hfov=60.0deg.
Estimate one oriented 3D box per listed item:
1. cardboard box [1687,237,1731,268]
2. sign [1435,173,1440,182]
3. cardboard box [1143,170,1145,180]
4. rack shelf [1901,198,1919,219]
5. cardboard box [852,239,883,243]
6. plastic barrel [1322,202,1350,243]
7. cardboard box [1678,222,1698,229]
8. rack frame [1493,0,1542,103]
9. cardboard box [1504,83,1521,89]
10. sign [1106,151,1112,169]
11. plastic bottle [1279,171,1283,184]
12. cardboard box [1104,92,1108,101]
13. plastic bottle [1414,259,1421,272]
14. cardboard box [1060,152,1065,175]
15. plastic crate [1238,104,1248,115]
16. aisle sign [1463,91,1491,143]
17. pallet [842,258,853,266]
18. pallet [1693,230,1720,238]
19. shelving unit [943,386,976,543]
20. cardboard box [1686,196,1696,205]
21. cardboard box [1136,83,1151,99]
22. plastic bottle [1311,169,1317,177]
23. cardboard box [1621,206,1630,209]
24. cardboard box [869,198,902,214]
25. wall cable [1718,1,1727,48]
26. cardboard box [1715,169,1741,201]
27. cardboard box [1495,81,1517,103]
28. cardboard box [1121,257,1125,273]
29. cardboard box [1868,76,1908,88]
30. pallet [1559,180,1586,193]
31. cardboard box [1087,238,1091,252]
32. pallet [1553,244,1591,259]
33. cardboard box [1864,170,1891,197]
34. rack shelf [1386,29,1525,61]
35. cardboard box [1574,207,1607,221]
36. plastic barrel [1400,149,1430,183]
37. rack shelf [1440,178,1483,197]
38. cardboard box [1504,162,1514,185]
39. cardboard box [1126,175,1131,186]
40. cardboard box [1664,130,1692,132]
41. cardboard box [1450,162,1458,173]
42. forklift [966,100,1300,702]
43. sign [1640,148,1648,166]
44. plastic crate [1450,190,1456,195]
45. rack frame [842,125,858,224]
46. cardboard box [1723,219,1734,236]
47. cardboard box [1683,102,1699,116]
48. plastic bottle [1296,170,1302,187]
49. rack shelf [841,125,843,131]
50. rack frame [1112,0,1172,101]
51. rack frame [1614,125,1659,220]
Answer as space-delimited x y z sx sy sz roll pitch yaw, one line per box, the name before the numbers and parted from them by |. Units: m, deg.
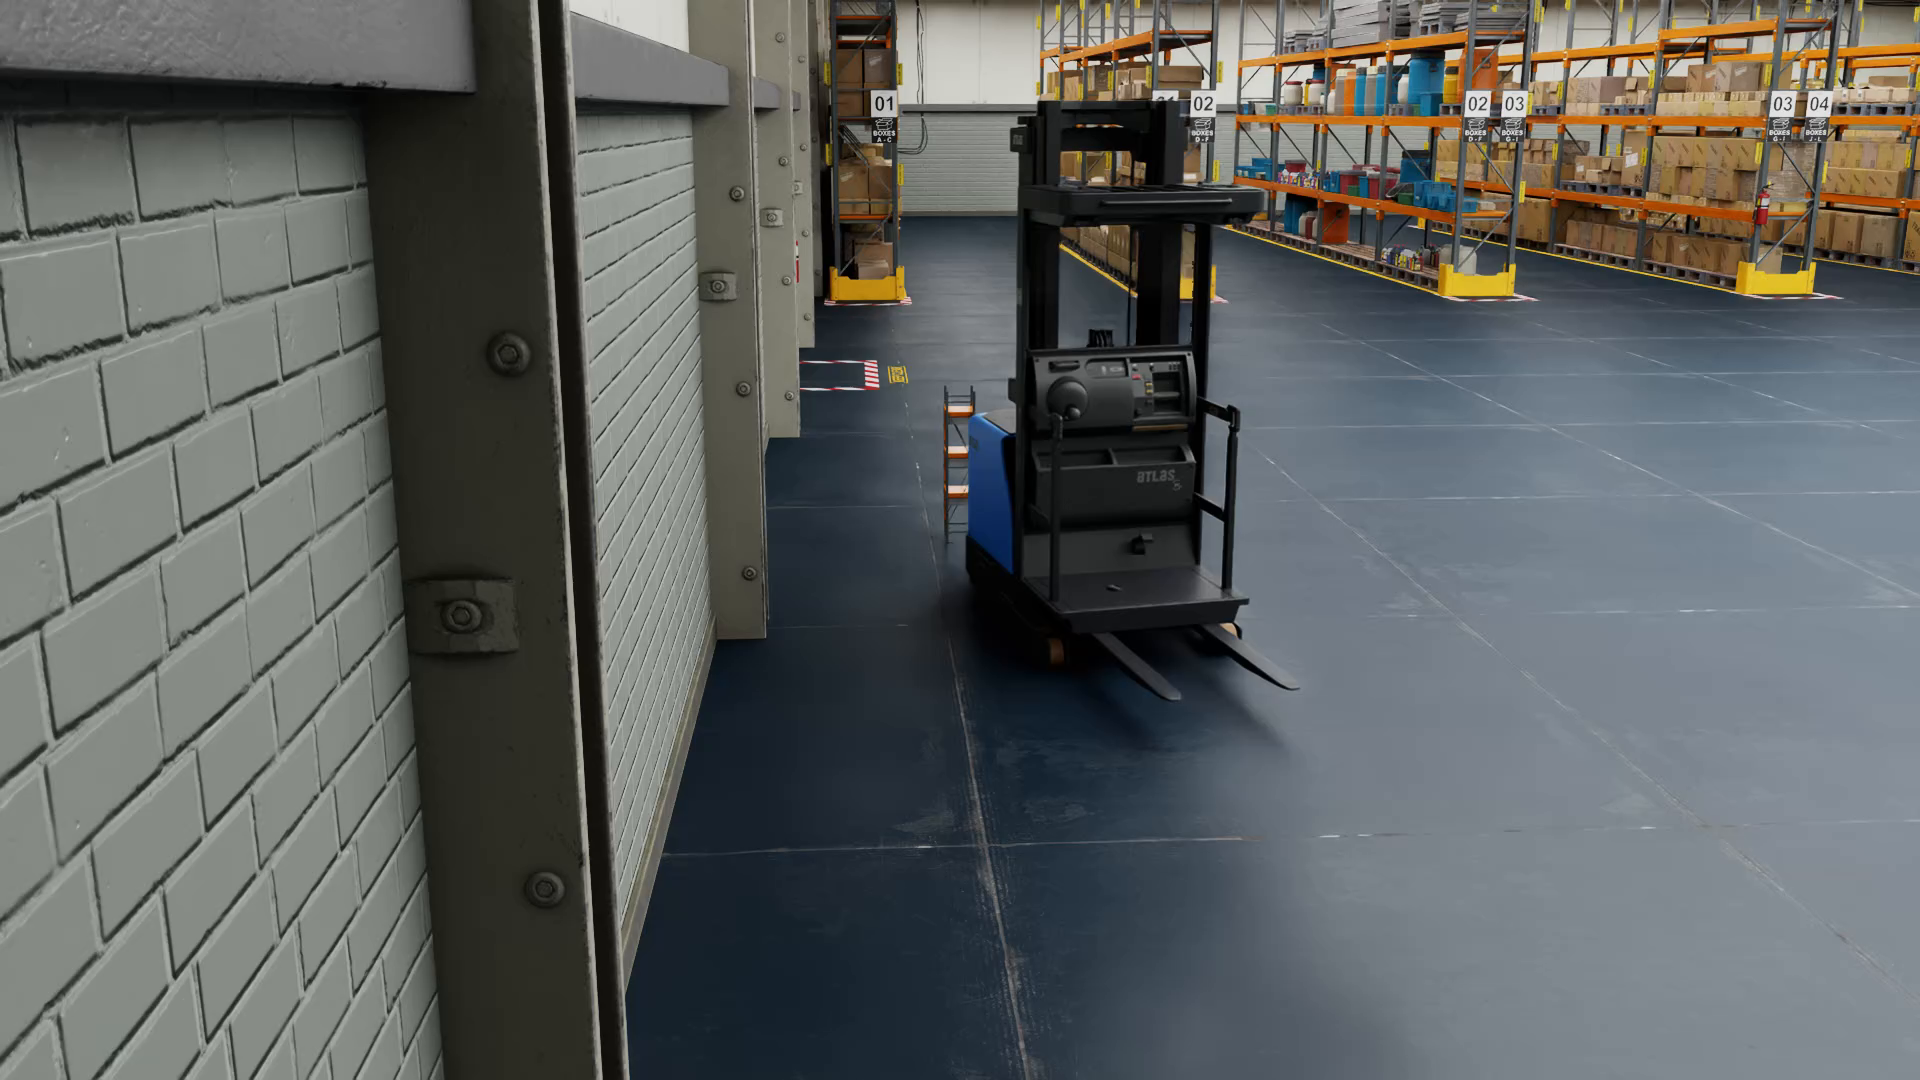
cardboard box | 13.258 -5.083 29.435 0.500 0.500 0.500 -2 15 -8
sign | 8.719 -6.549 30.404 0.100 0.325 0.005 -1 14 -3
cardboard box | 3.212 -5.985 27.264 0.380 0.149 0.250 -1 14 -3
rack shelf | 18.194 -5.691 29.070 1.077 0.370 4.000 -1 14 -3
cardboard box | -1.614 -5.001 29.078 0.500 0.500 0.500 -2 15 -8
plastic barrel | 7.874 -6.678 34.973 0.600 0.830 0.708 -1 14 -3
cardboard box | 17.210 -7.442 39.308 0.380 0.149 0.250 -1 14 -3
rack frame | 12.617 -11.381 37.699 1.000 3.000 0.127 -1 14 -3
cardboard box | 12.663 -10.036 37.448 0.700 0.500 0.500 -1 14 -2
sign | 2.684 -6.845 29.946 0.100 0.325 0.005 -1 14 -3
plastic bottle | 7.279 -8.211 37.655 0.061 0.283 0.133 -1 14 -3
cardboard box | 3.112 -8.670 32.641 0.500 0.250 0.500 0 14 -2
plastic bottle | 7.866 -4.722 28.593 0.097 0.201 0.097 0 14 0
cardboard box | 2.536 -8.454 37.319 0.700 0.500 0.500 -6 16 -22
plastic crate | 7.172 -10.683 41.269 0.497 0.269 0.590 -1 14 -3
aisle sign | 8.125 -6.651 26.139 0.394 0.787 0.004 -1 14 -3
pallet | -1.768 -5.099 30.922 1.003 0.211 1.213 -1 14 -3
pallet | 17.624 -6.983 38.241 1.003 0.211 1.213 -1 14 -3
shelving unit | -0.003 -0.522 11.447 0.215 1.050 0.252 -1 14 -3
cardboard box | 12.932 -5.933 29.070 0.380 0.149 0.250 -1 14 -3
cardboard box | 3.139 -7.272 26.929 0.500 0.250 0.500 -1 14 -3
plastic bottle | 7.925 -8.103 37.099 0.144 0.351 0.185 -1 14 -3
cardboard box | 17.020 -8.497 42.215 0.380 0.149 0.250 -2 15 -6
cardboard box | -1.184 -5.325 26.463 0.500 0.250 0.500 -1 14 -5
wall cable | 21.627 -13.939 47.641 0.463 3.000 0.029 -1 14 -3
cardboard box | 13.203 -5.943 27.807 0.875 0.500 0.500 -1 14 -3
cardboard box | 12.509 -10.422 38.748 0.700 0.500 0.500 -2 15 -7
cardboard box | 3.040 -4.712 28.497 0.500 0.250 0.500 -1 14 -3
cardboard box | 18.209 -8.857 32.665 0.500 0.500 0.500 -1 14 -3
pallet | 13.016 -7.212 33.921 1.213 0.211 1.003 -1 14 -3
cardboard box | 2.787 -5.811 32.768 0.500 0.250 0.500 -1 14 -5
pallet | 12.912 -5.936 34.172 1.003 0.211 1.213 -1 14 -3
cardboard box | 17.739 -6.837 31.878 0.500 0.500 0.500 -1 14 -4
rack shelf | 8.293 -8.275 27.875 1.077 0.370 4.000 -1 14 -3
cardboard box | 12.937 -6.680 34.097 0.500 0.250 0.500 0 14 -1
plastic barrel | 8.448 -6.753 30.746 0.600 0.901 0.708 -1 14 -3
rack shelf | 12.493 -8.624 40.469 1.077 0.370 4.000 -1 14 -3
cardboard box | 12.459 -8.156 37.005 0.500 0.500 0.500 -1 14 -5
cardboard box | 3.298 -6.141 29.172 0.700 0.500 0.500 -1 14 -4
cardboard box | 17.220 -9.572 39.905 0.500 0.500 0.500 -1 14 -2
cardboard box | 12.234 -9.034 40.322 0.500 0.250 0.500 -1 14 -5
forklift | 0.908 -0.843 8.923 1.130 2.935 3.031 -4 15 -14
sign | 12.559 -7.037 30.533 0.100 0.325 0.005 -1 14 -3
plastic crate | 8.509 -6.066 29.381 0.499 0.251 0.616 -1 14 -3
rack frame | -2.214 -8.246 37.555 1.000 3.000 0.127 -1 14 -3
cardboard box | 17.435 -7.070 37.158 0.500 0.500 0.500 -1 14 -2
cardboard box | 12.943 -7.495 28.916 0.500 0.250 0.500 -1 15 -6
plastic bottle | 7.412 -7.878 36.223 0.144 0.351 0.185 -1 14 -3
rack shelf | -2.090 -8.853 35.337 1.077 0.370 4.000 -1 14 -3
rack frame | 3.225 -9.239 29.375 1.000 3.000 0.127 -1 14 -3
rack frame | 17.326 -9.521 42.513 1.000 3.000 0.127 -1 14 -3
